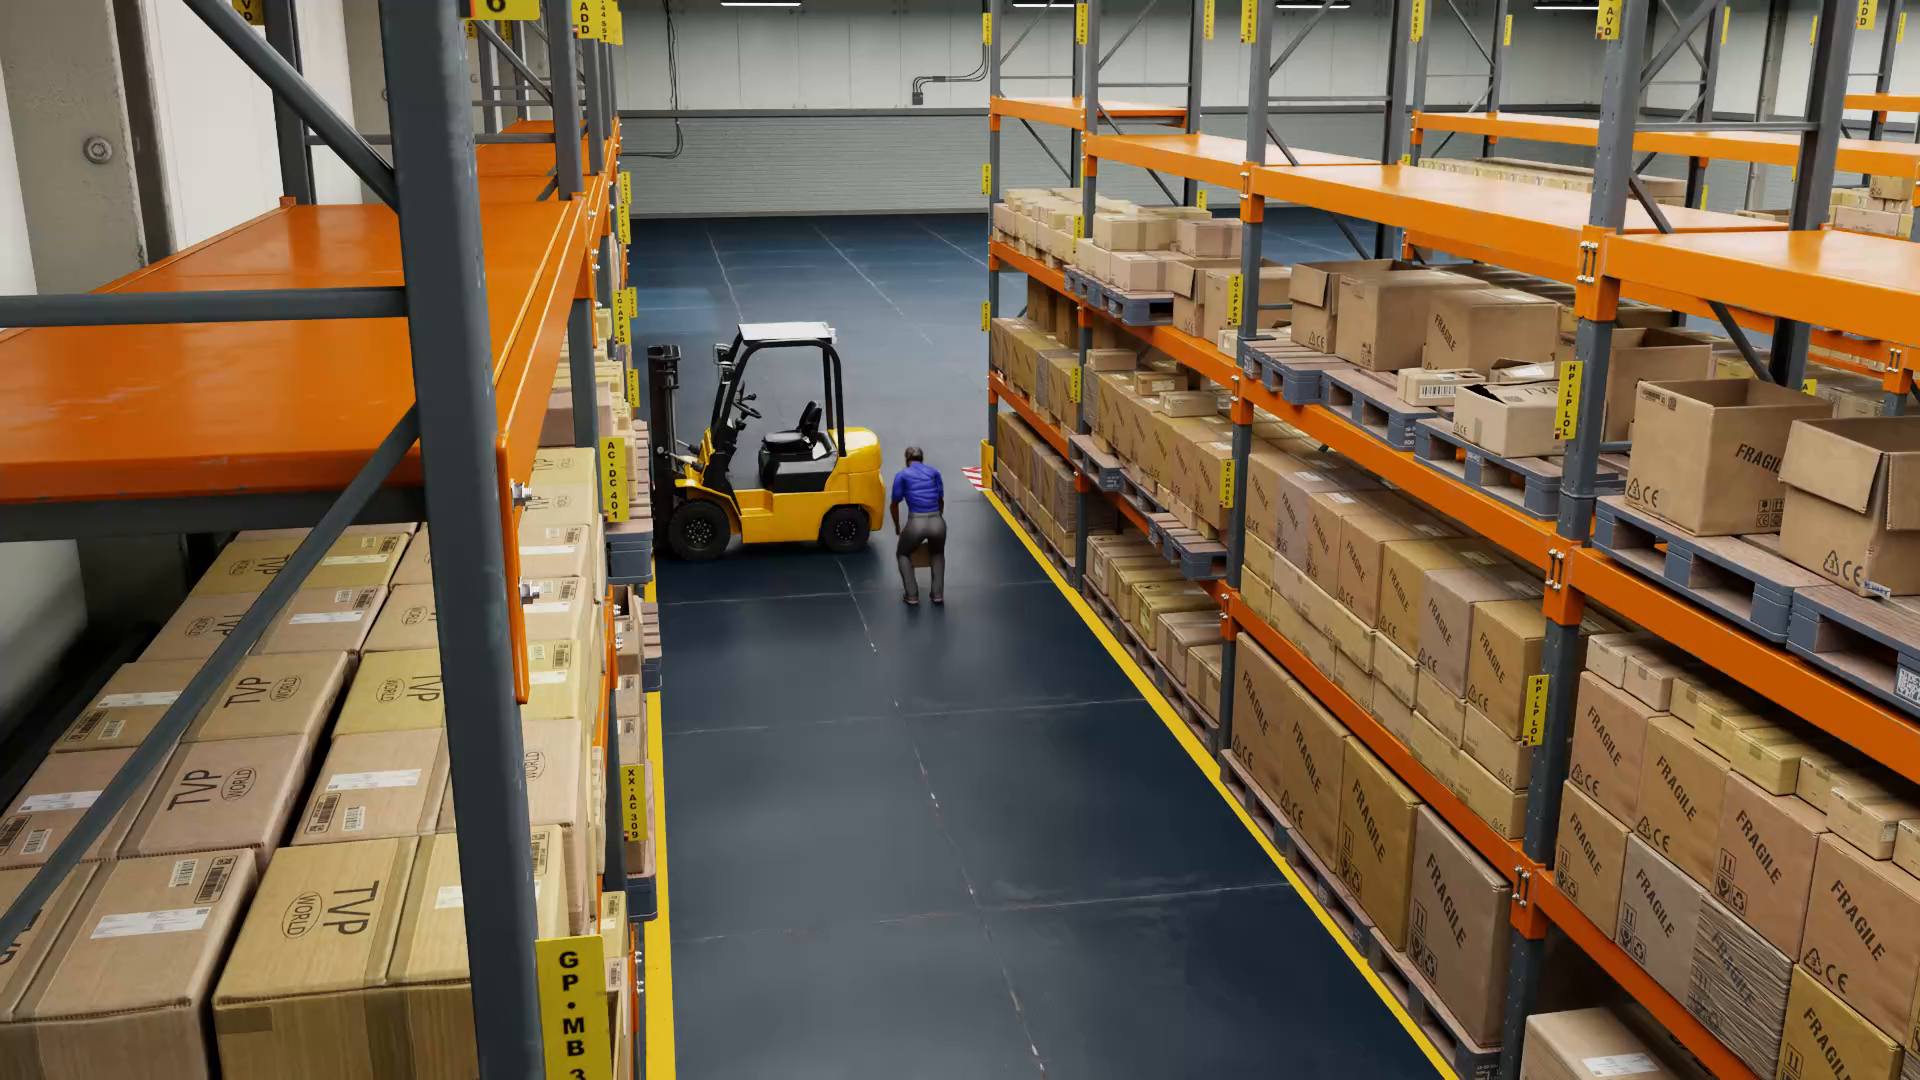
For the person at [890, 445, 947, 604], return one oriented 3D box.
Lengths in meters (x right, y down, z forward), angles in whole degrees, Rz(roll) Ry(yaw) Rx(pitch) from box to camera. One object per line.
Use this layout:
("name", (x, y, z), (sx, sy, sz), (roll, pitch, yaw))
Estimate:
("person", (-0.372, -0.121, 14.945), (0.495, 1.391, 0.616), (-3, 17, -10))
